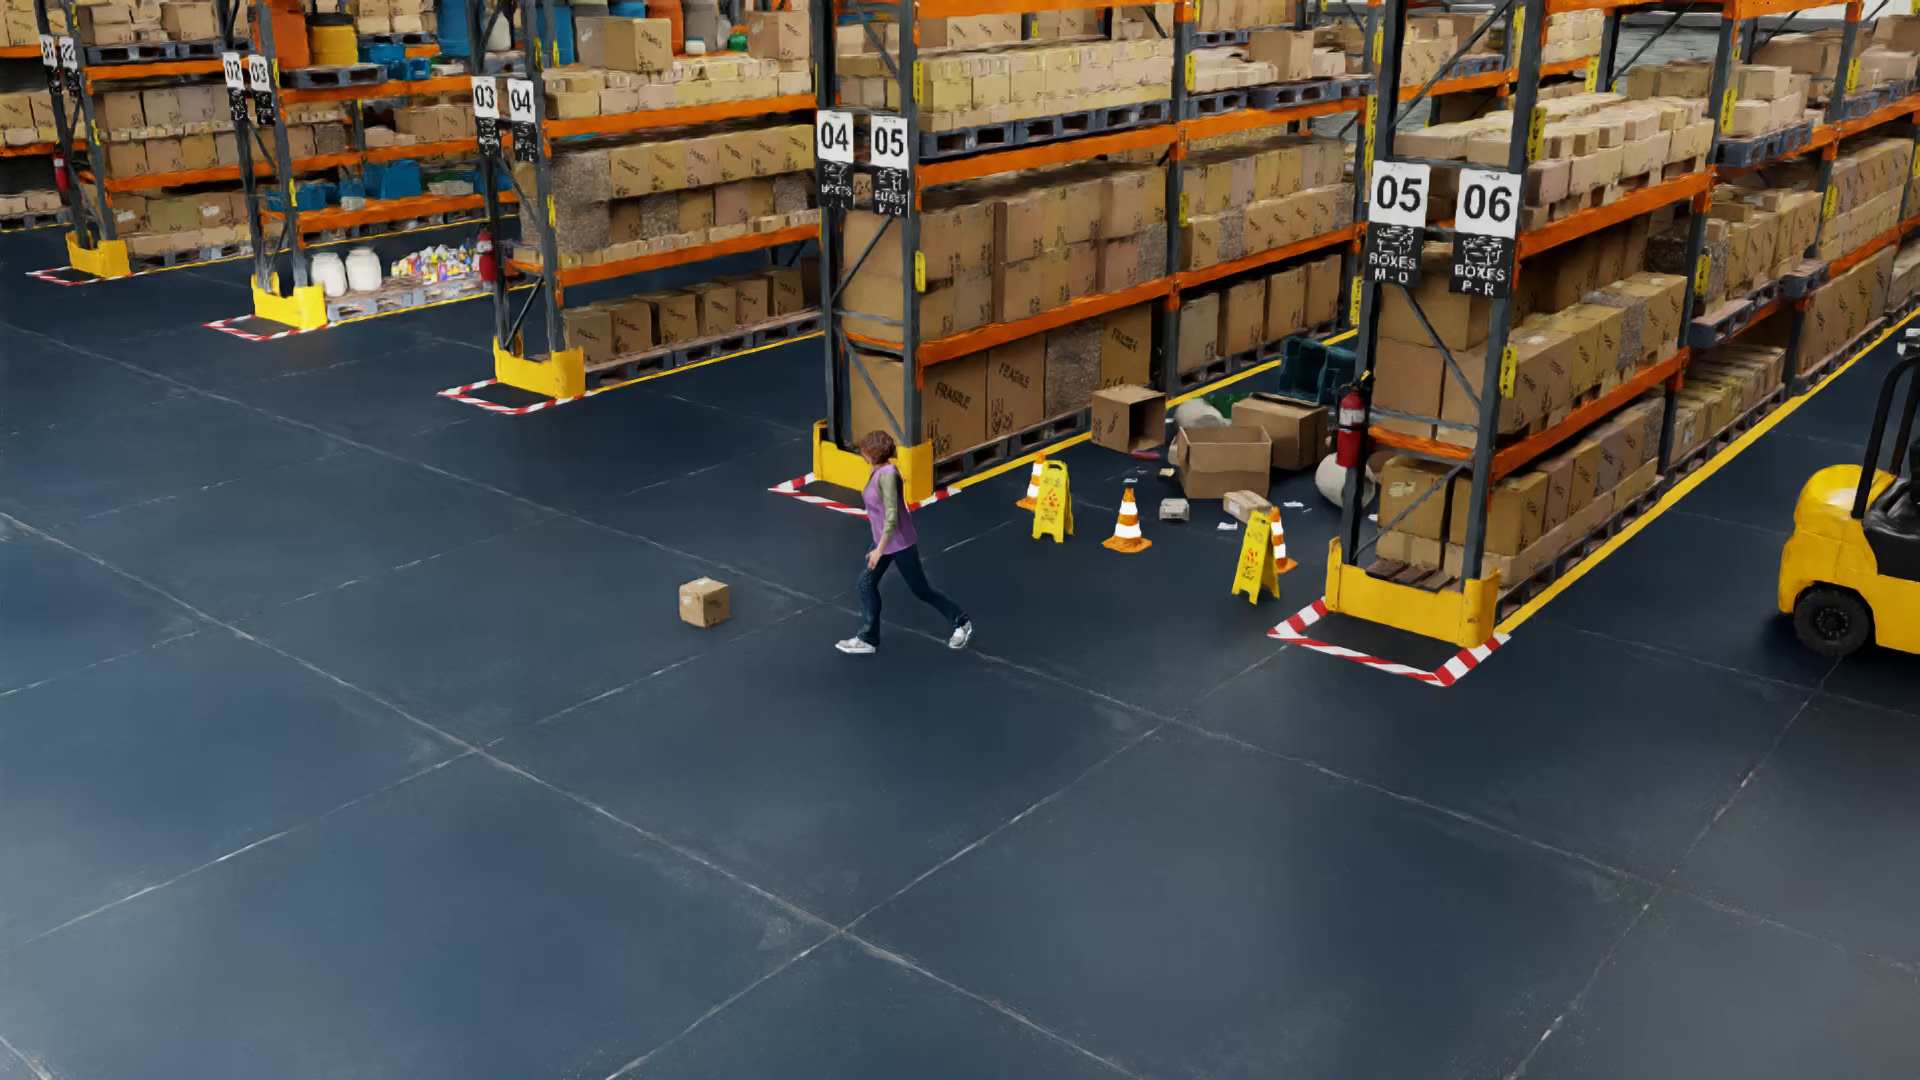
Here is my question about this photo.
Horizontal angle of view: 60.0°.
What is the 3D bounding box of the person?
[{"bbox_3d":[-0.385,0.018,11.078,0.922,1.545,0.497,-6,21,-16],"label":"person"}]
